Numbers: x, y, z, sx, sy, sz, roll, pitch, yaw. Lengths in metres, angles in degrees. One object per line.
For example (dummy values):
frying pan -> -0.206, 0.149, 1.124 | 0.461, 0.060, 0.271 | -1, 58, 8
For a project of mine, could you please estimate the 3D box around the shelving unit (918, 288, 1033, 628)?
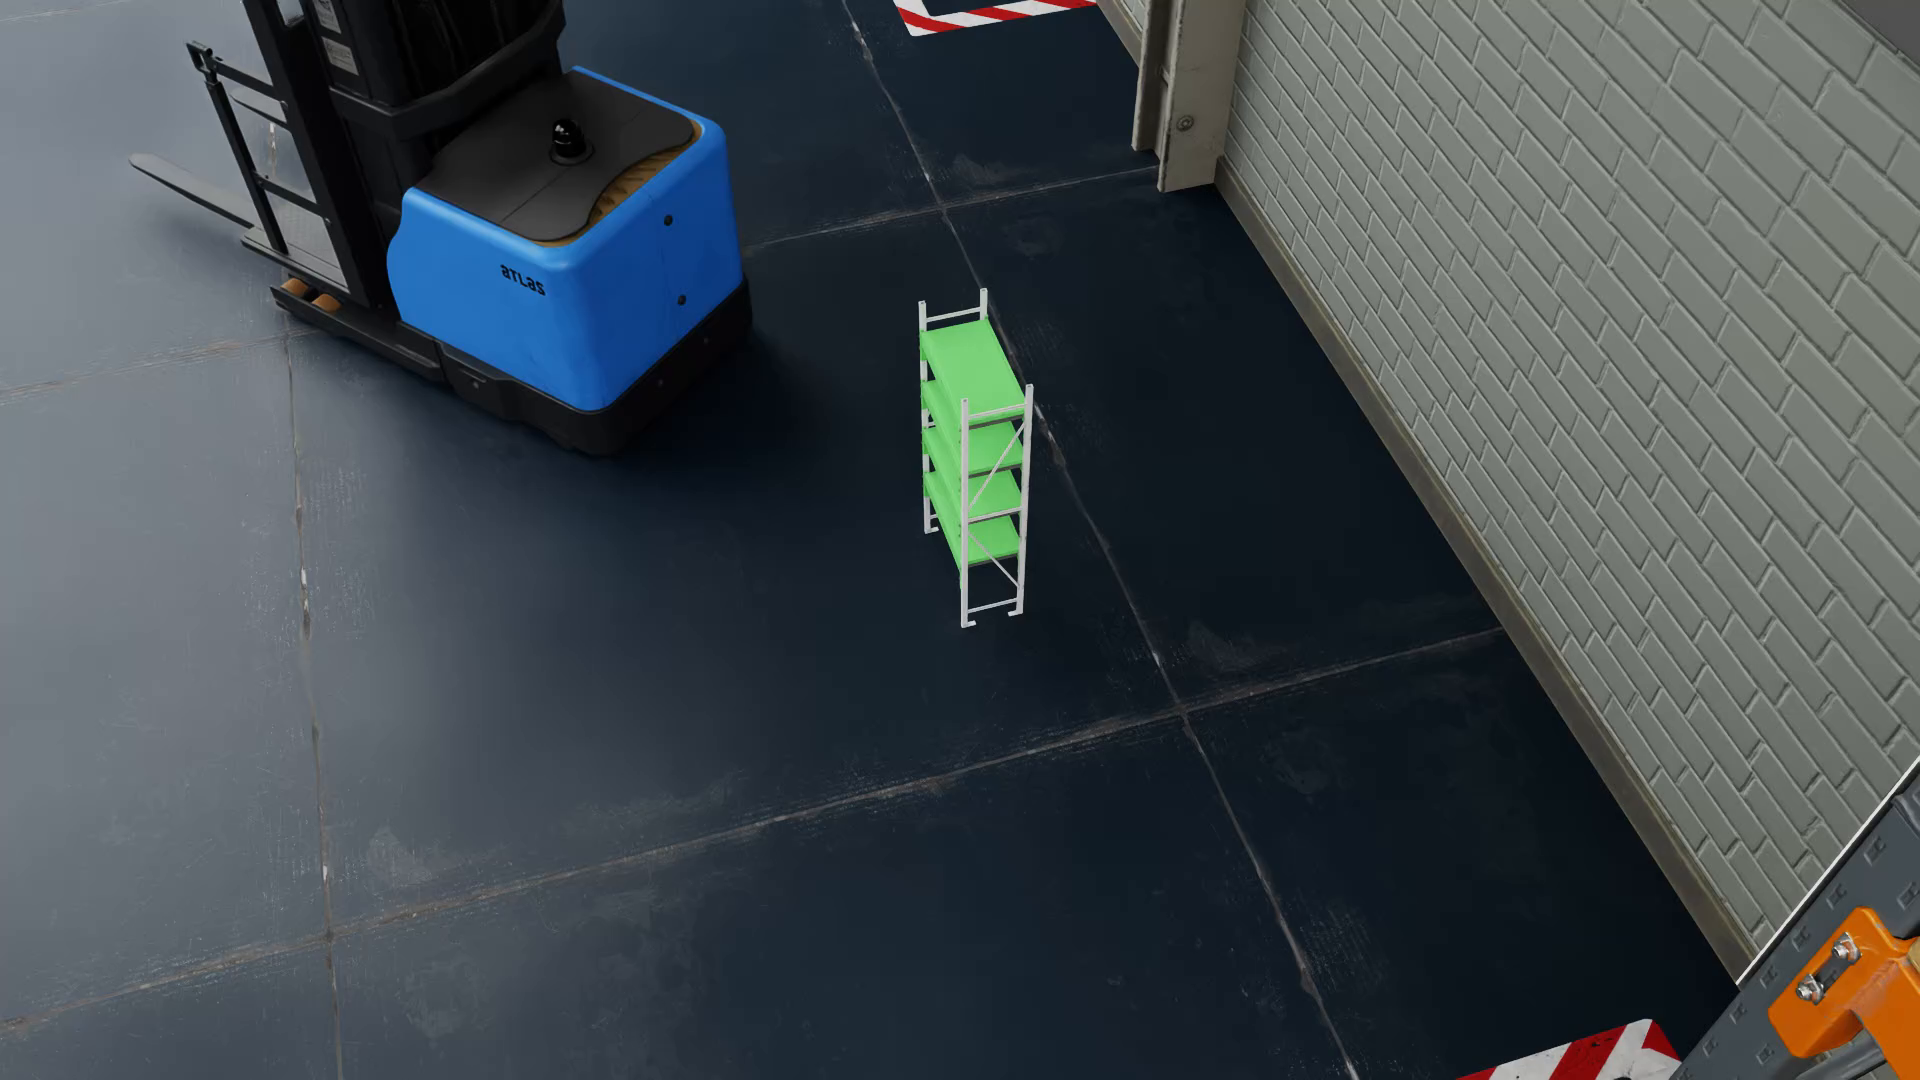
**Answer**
shelving unit -> 0.049, -0.266, 5.979 | 0.258, 1.200, 0.503 | -13, 51, -11

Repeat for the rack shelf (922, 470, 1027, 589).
rack shelf -> 0.049, -0.070, 6.211 | 0.258, 0.148, 0.480 | -13, 51, -11

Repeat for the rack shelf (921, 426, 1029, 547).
rack shelf -> 0.049, -0.225, 6.028 | 0.258, 0.148, 0.480 | -13, 51, -11

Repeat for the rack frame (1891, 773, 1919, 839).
rack frame -> 1.789, -0.670, 1.219 | 1.000, 3.000, 0.127 | -13, 51, -11

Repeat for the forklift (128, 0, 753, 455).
forklift -> -2.423, -2.171, 6.453 | 3.031, 2.935, 1.130 | 26, 55, 20

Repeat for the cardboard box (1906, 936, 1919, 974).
cardboard box -> 1.649, 0.559, 2.066 | 0.500, 0.500, 0.500 | -12, 51, -10

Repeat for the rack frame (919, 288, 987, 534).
rack frame -> -0.023, -0.444, 6.129 | 0.240, 1.200, 0.015 | -13, 51, -11

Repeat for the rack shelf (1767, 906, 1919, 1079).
rack shelf -> 2.380, 1.989, 1.409 | 1.077, 0.370, 4.000 | -13, 51, -11

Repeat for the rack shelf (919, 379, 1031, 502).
rack shelf -> 0.049, -0.379, 5.844 | 0.258, 0.148, 0.480 | -13, 51, -11

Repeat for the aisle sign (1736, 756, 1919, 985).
aisle sign -> 1.481, 0.441, 2.506 | 0.394, 0.787, 0.004 | -13, 51, -11

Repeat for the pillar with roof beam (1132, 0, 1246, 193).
pillar with roof beam -> -3.065, -3.763, 3.826 | 9.100, 9.000, 0.400 | -13, 51, -11

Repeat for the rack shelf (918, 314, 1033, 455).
rack shelf -> 0.049, -0.534, 5.661 | 0.258, 0.148, 0.480 | -13, 51, -11

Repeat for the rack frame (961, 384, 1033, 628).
rack frame -> 0.121, -0.088, 5.829 | 0.240, 1.200, 0.015 | -13, 51, -11

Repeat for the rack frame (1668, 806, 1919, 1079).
rack frame -> 1.789, 1.264, 3.512 | 1.000, 3.000, 0.127 | -13, 51, -11
